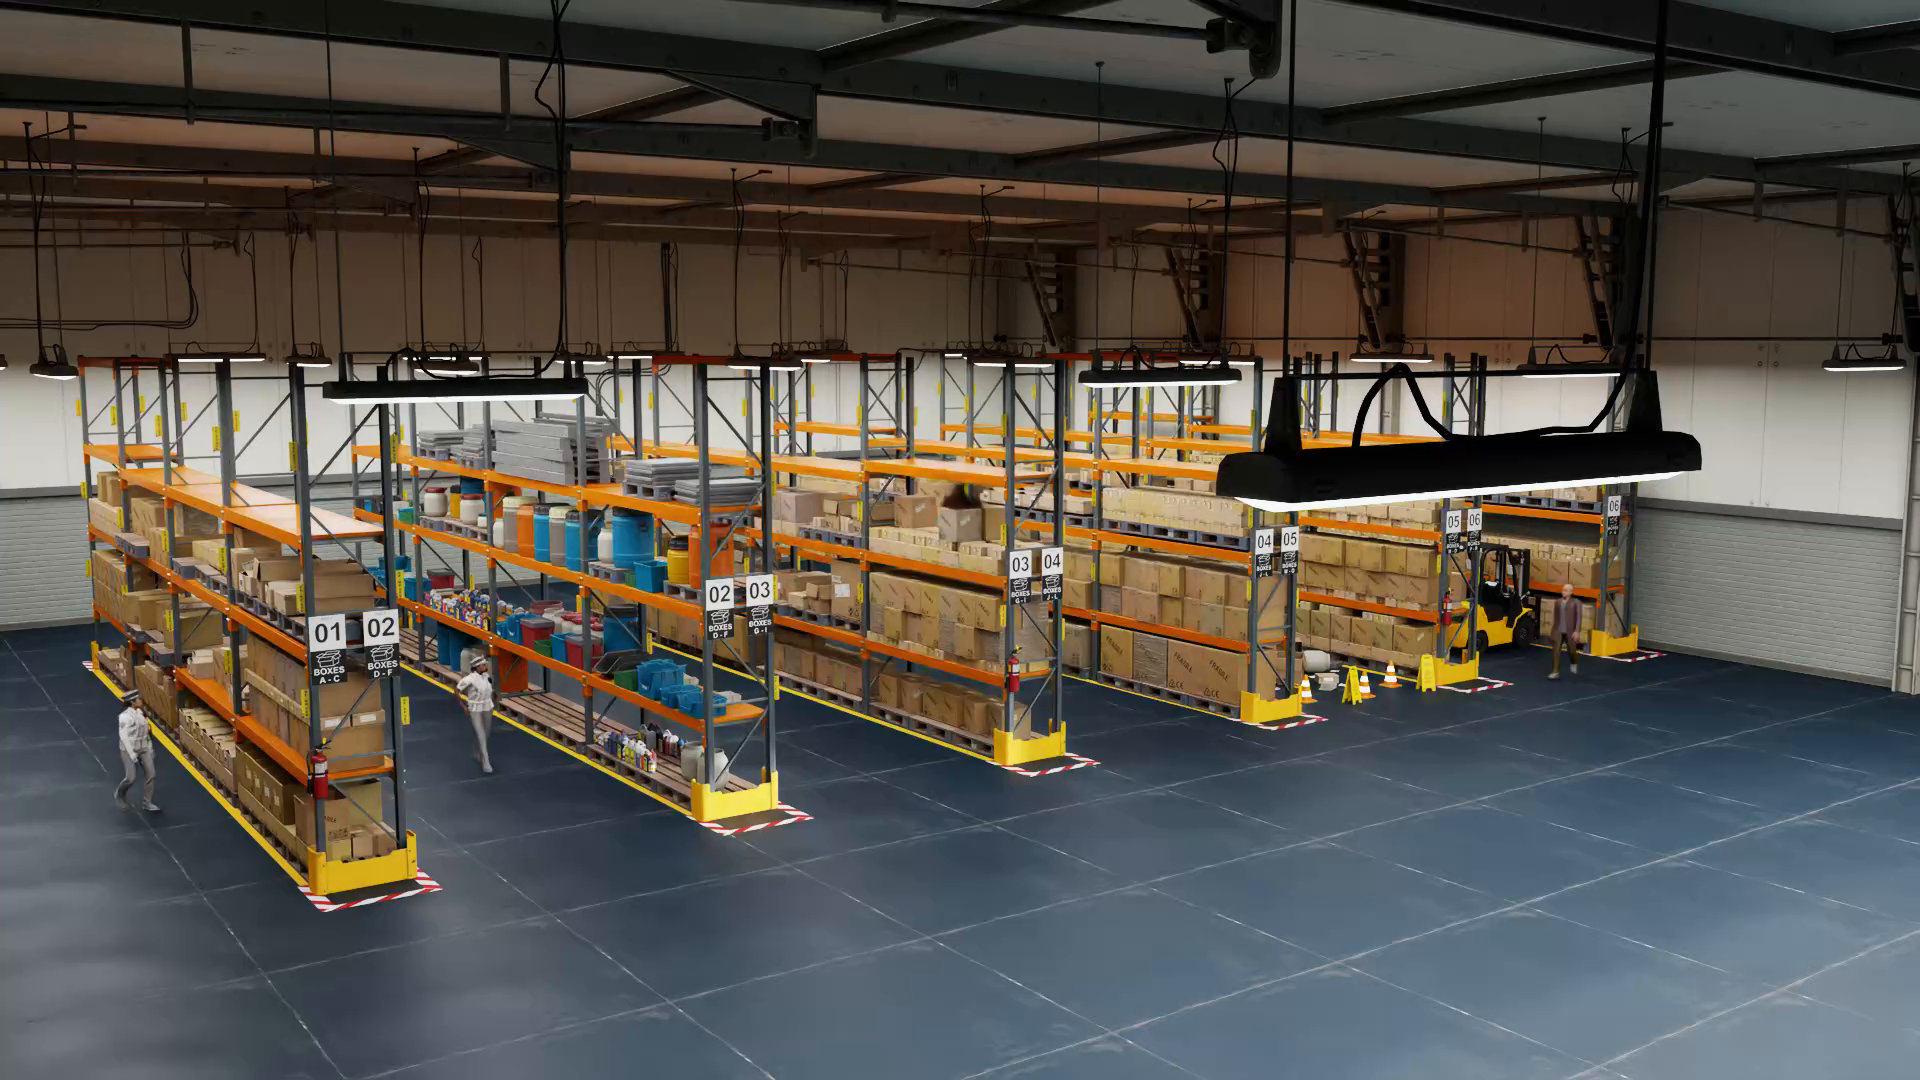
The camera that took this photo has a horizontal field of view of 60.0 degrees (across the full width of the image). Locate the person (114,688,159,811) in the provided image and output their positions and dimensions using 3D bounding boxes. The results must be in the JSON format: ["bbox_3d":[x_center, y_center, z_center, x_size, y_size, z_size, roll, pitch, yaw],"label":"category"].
[{"bbox_3d":[-11.061,2.816,22.361,0.618,1.651,0.531,3,7,22],"label":"person"}]

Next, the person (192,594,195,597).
[{"bbox_3d":[-16.165,1.208,34.926,0.580,1.741,0.984,-6,9,-40],"label":"person"}]

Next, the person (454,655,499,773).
[{"bbox_3d":[-7.103,2.512,24.463,0.618,1.651,1.028,-5,8,-33],"label":"person"}]

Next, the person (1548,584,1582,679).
[{"bbox_3d":[11.338,1.693,31.083,0.553,1.753,0.927,4,8,31],"label":"person"}]
